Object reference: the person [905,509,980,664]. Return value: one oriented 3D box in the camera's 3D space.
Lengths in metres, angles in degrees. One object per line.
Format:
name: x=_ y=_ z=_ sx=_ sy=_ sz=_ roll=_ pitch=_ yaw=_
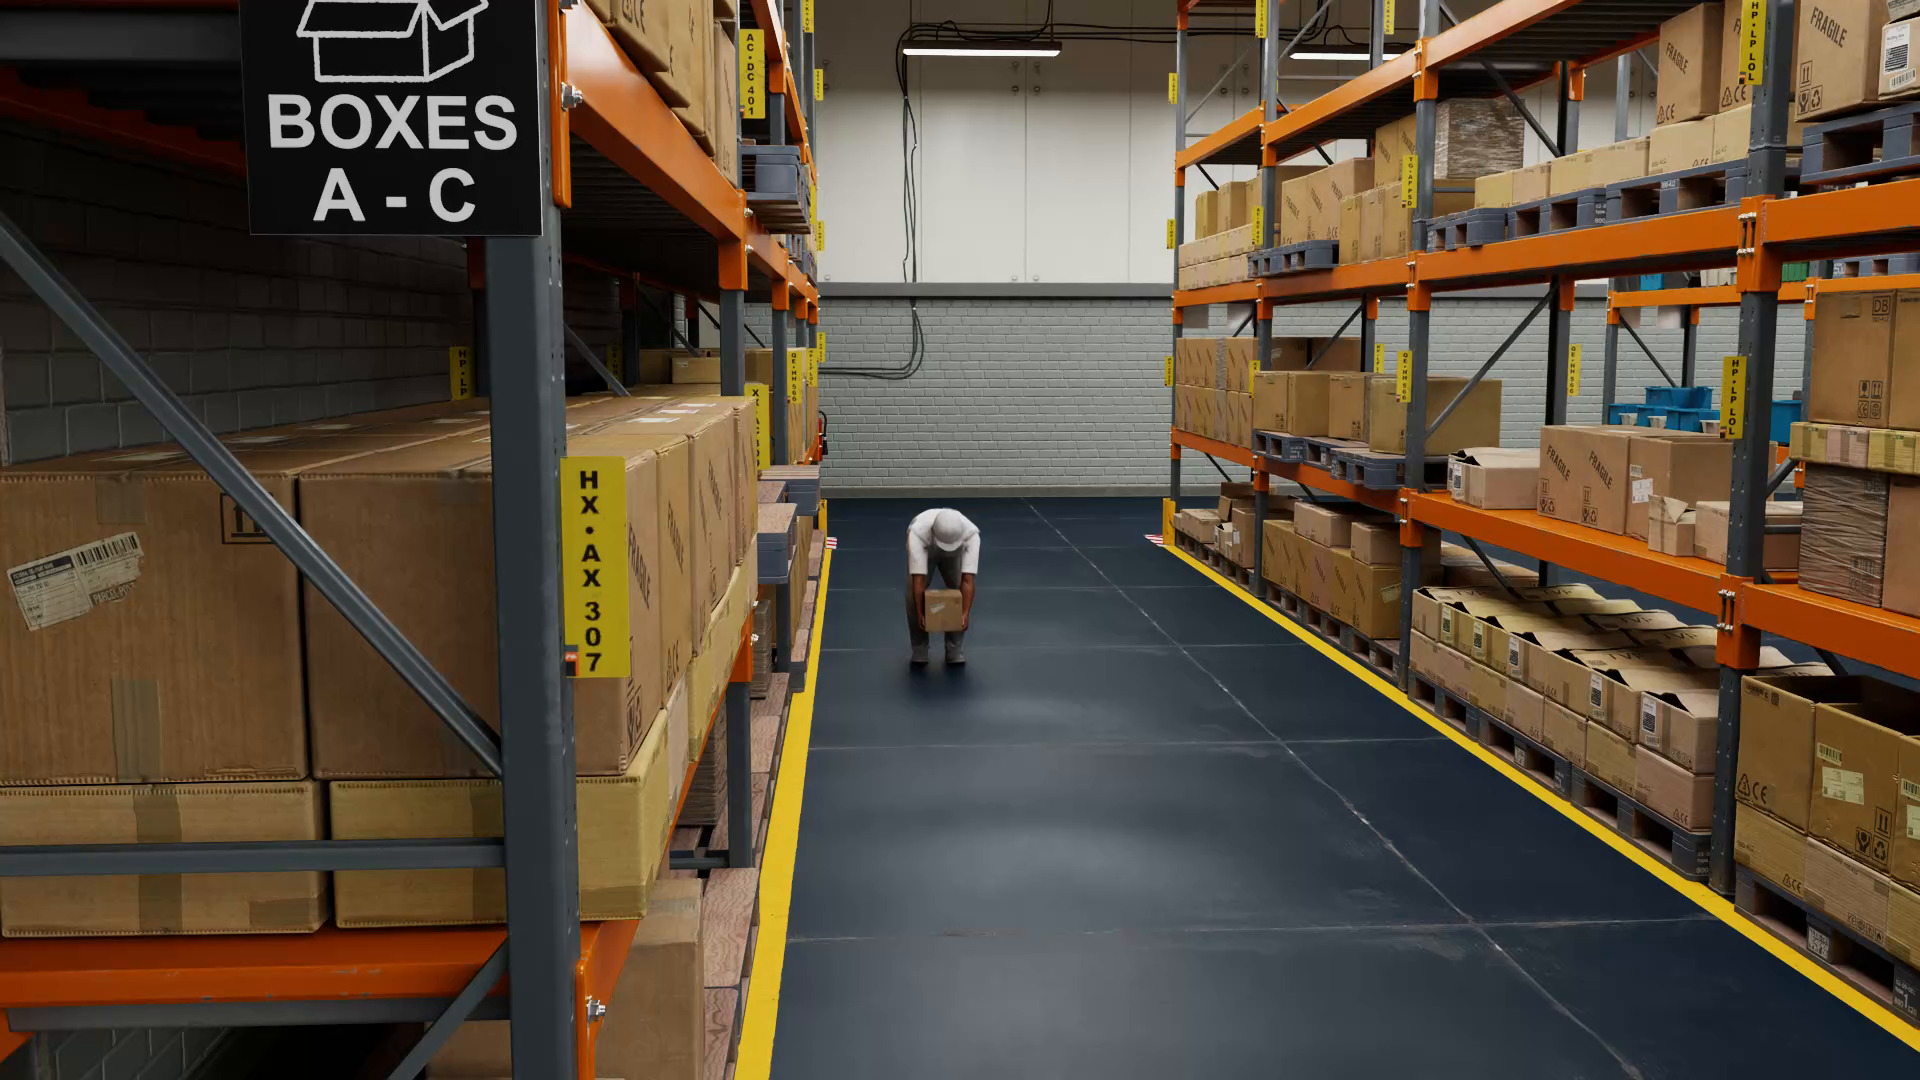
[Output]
person: x=-0.123 y=0.316 z=11.612 sx=0.511 sy=1.143 sz=0.959 roll=-1 pitch=7 yaw=-6
